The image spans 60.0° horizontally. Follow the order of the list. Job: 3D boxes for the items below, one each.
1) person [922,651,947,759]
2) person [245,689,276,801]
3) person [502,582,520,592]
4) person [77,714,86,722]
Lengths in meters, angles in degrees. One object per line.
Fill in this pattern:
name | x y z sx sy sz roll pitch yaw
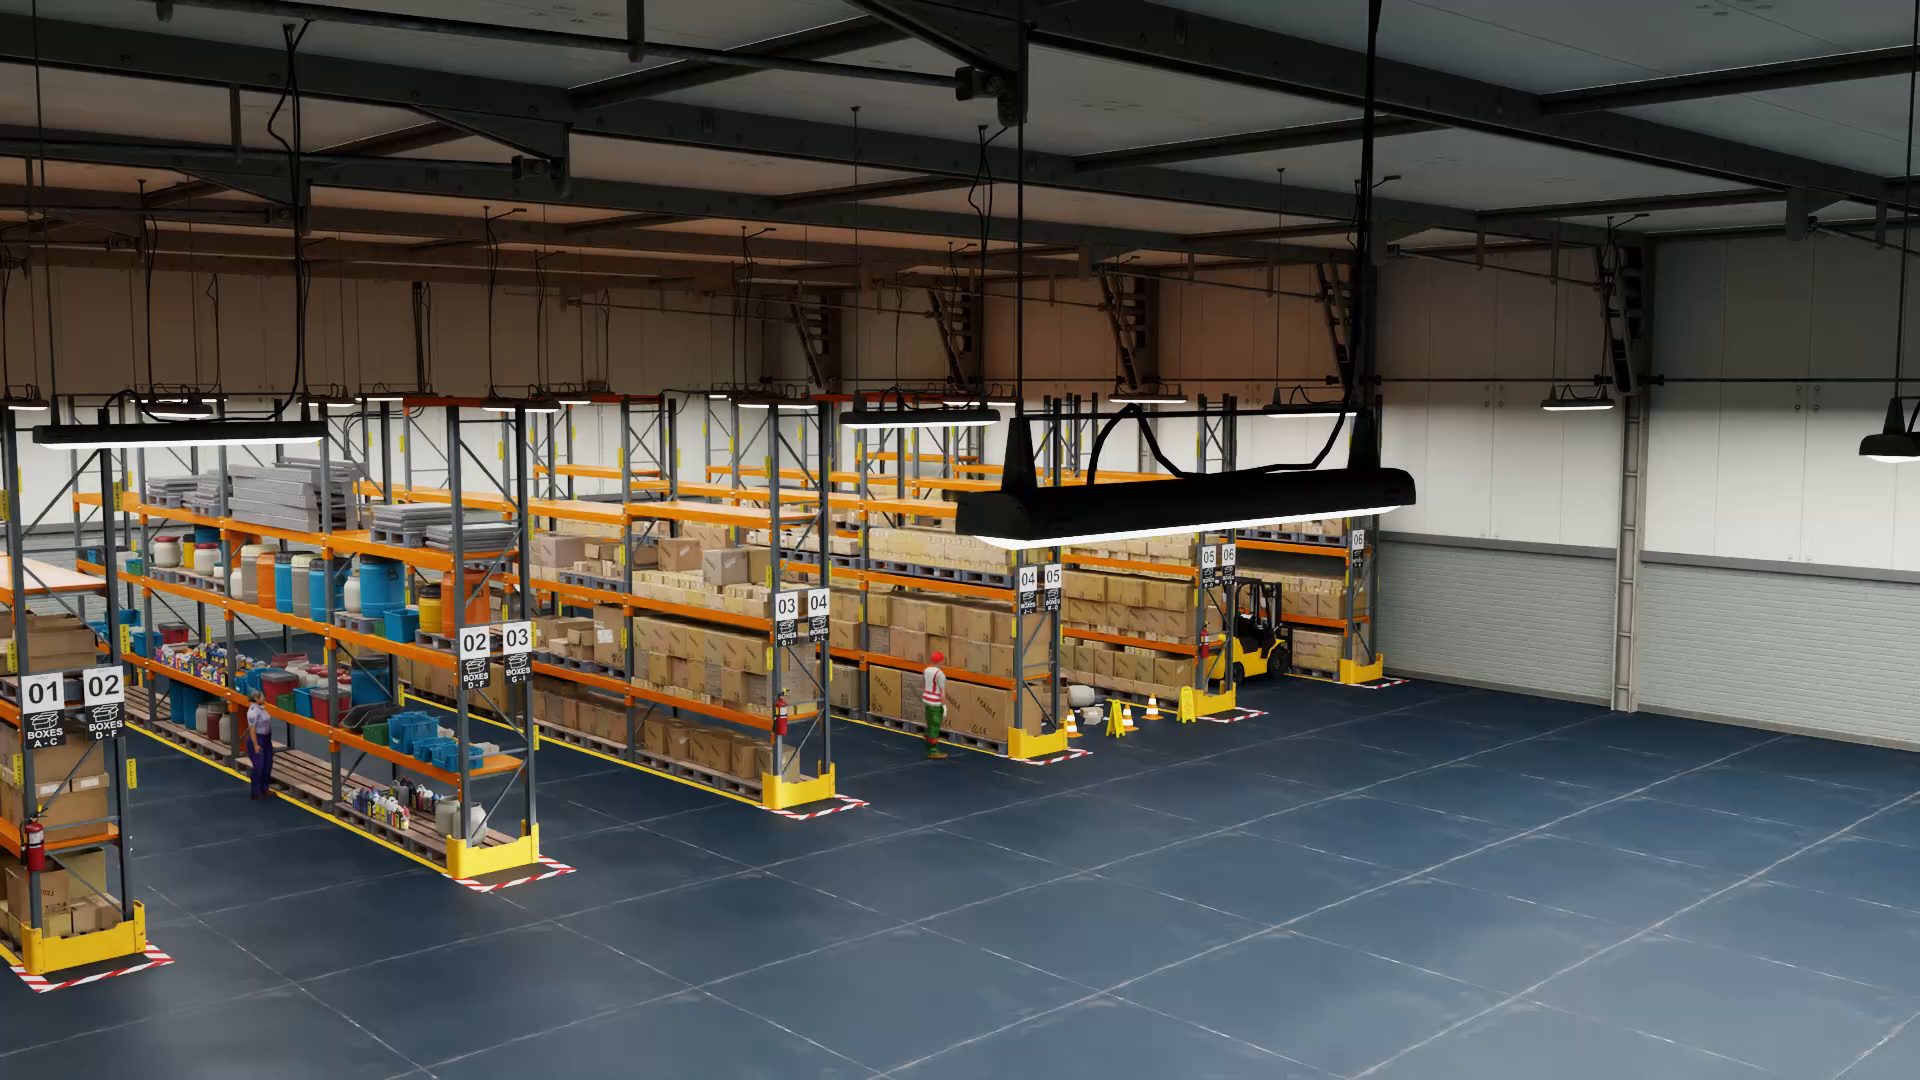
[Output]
person | -0.421 2.748 27.788 0.354 1.794 0.579 -4 7 -33
person | -10.617 3.119 25.240 0.382 1.722 0.566 0 6 4
person | -11.388 1.353 42.466 0.603 1.798 0.440 -2 6 -22
person | -15.586 2.594 29.606 0.643 1.713 1.039 -4 7 -33
